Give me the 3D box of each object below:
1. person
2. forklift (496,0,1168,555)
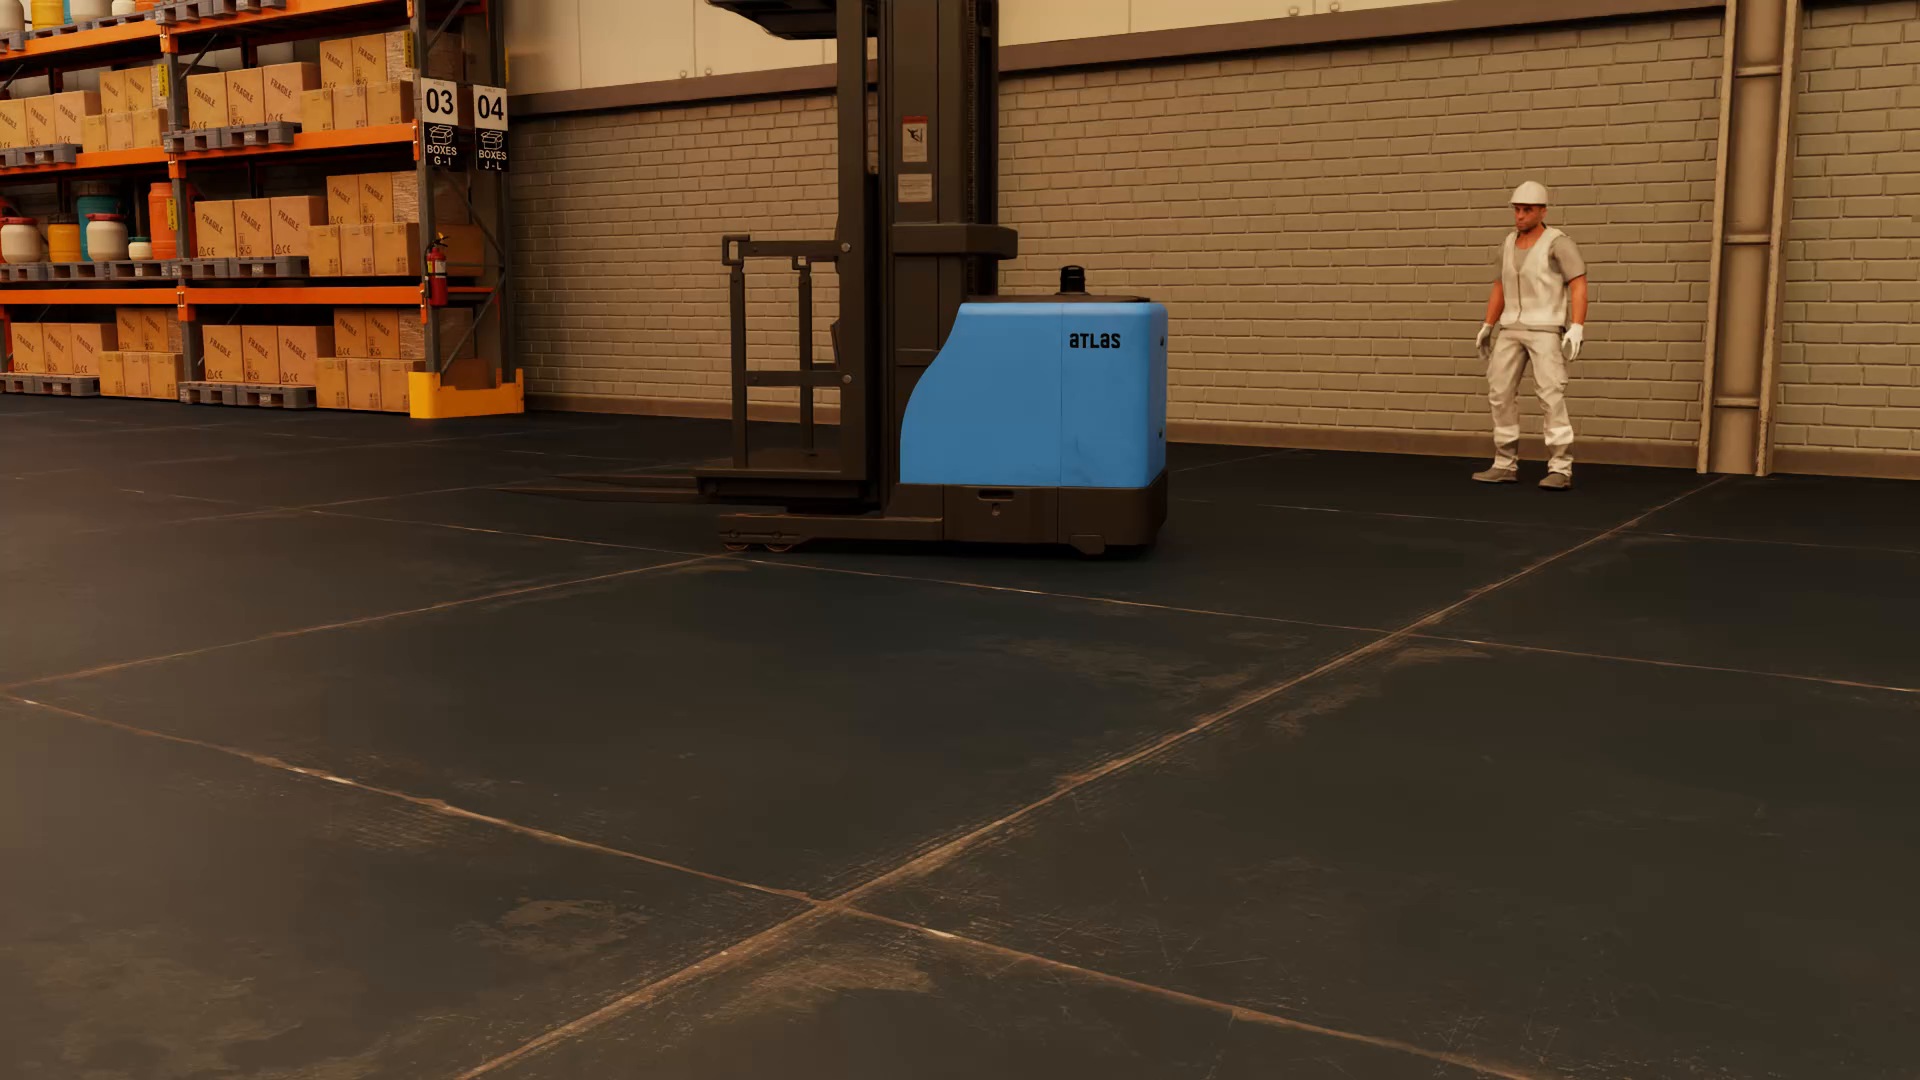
[{"bbox_3d":[3.354,-1.210,9.819,0.440,1.775,0.701,-6,10,-36],"label":"person"},{"bbox_3d":[-0.596,-1.469,7.520,3.031,2.935,1.130,2,8,12],"label":"forklift"}]
